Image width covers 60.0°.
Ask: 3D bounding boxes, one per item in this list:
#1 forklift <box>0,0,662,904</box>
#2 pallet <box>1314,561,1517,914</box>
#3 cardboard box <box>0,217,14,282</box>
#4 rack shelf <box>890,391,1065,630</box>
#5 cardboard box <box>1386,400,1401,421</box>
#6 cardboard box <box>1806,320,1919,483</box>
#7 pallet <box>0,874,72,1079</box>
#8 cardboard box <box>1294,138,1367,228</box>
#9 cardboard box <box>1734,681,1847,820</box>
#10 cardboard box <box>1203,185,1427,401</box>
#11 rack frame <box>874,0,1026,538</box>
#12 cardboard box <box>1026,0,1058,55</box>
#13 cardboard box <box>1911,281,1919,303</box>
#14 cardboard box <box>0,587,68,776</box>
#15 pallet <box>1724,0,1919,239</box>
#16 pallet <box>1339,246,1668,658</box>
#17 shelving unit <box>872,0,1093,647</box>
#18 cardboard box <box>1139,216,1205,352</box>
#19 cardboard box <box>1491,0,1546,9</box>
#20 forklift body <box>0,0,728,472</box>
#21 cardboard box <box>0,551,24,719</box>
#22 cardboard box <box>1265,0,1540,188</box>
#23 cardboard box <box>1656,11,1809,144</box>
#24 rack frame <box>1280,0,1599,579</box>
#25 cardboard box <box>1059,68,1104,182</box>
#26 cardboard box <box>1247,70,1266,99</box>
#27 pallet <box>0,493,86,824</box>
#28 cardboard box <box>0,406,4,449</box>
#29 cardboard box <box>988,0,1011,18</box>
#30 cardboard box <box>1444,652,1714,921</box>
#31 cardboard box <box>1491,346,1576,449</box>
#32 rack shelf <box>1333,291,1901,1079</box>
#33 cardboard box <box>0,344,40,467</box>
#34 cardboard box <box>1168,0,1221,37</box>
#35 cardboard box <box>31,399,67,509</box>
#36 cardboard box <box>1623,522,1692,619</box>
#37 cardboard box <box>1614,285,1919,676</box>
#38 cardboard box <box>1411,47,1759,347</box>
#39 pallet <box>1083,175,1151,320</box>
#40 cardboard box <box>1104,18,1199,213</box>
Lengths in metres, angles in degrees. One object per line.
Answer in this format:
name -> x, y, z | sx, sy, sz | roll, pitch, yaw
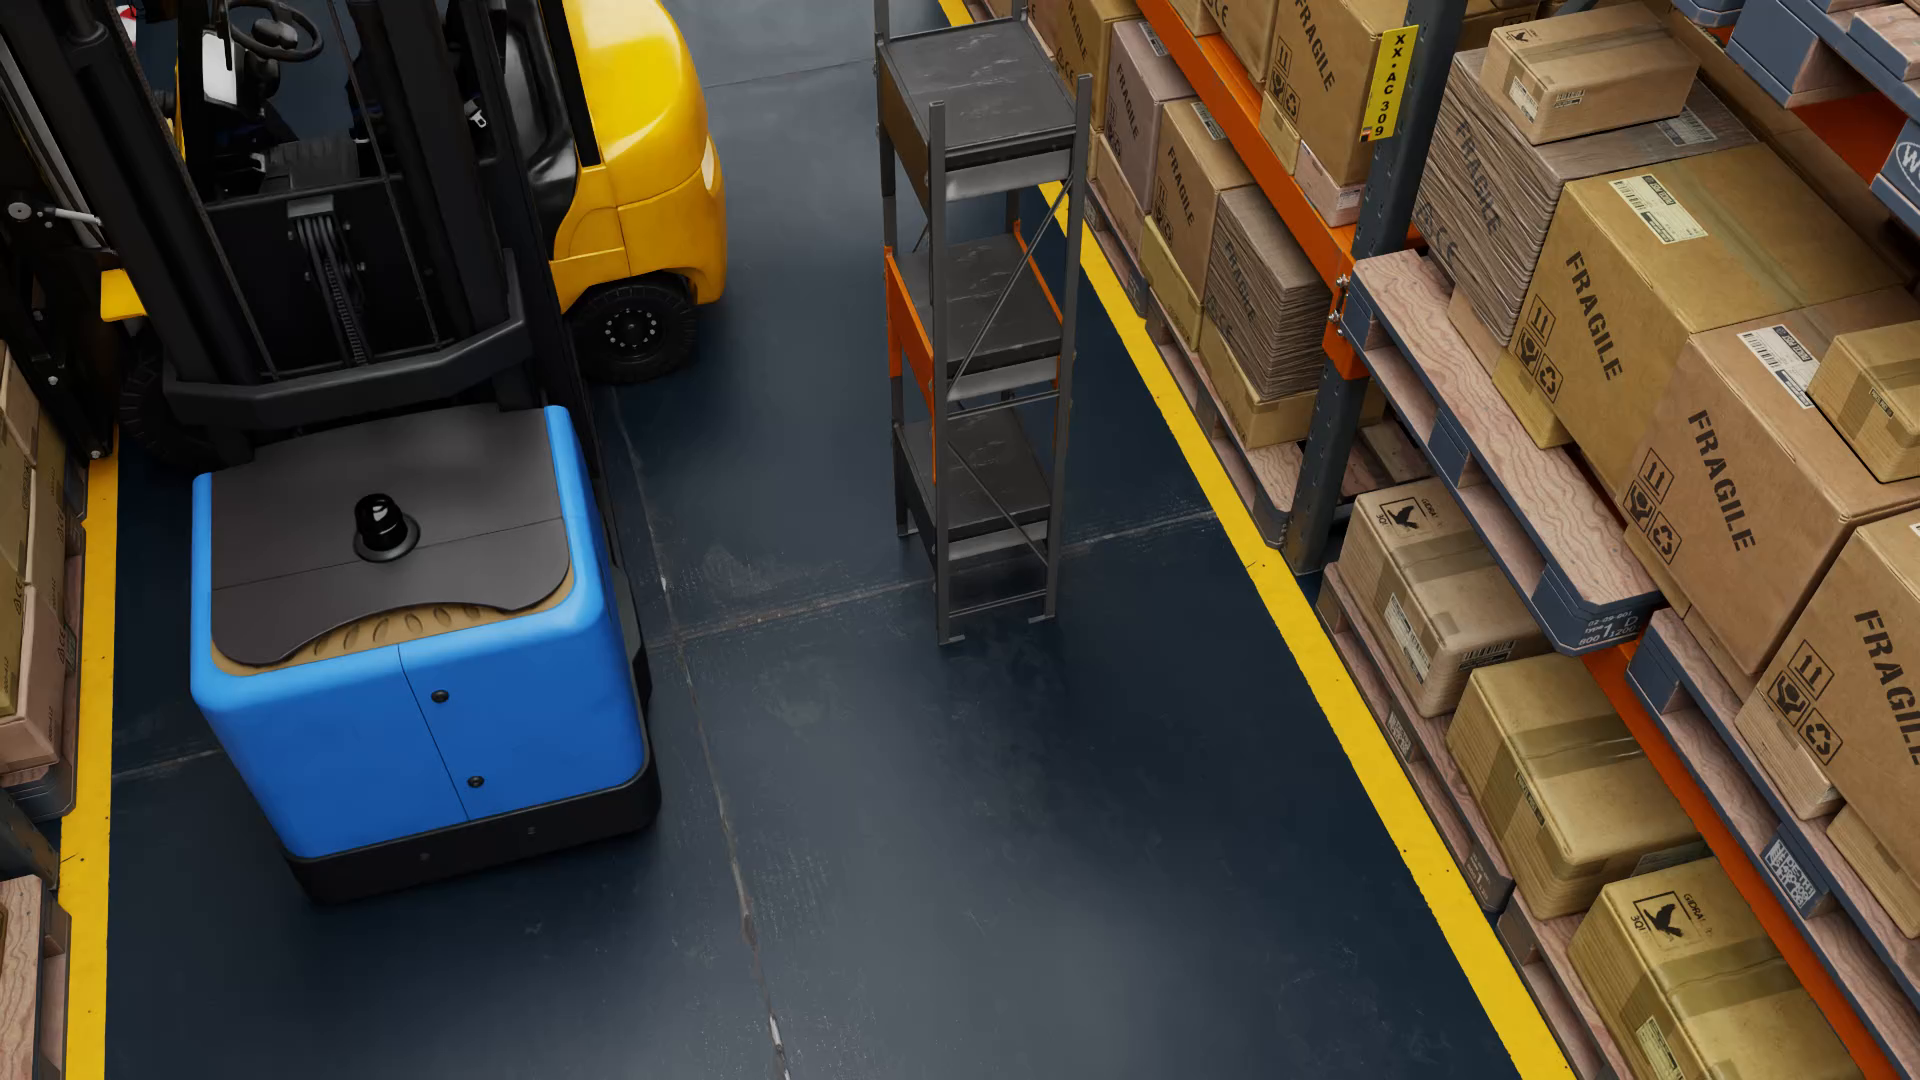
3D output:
forklift -> -1.795, -1.058, 4.724 | 1.130, 2.935, 3.031 | -12, 51, -10
pallet -> 1.829, 0.472, 5.214 | 1.003, 0.211, 1.213 | -13, 51, -11
cardboard box -> -3.434, -0.987, 5.490 | 0.500, 0.250, 0.500 | -14, 51, -12
rack shelf -> 0.049, -0.096, 5.391 | 0.431, 0.518, 0.480 | -13, 51, -11
cardboard box -> 1.681, -0.736, 5.932 | 0.500, 0.250, 0.500 | -15, 52, -13
cardboard box -> 1.818, -0.274, 3.060 | 0.380, 0.149, 0.250 | -11, 51, -9
pallet -> -2.888, 1.558, 4.298 | 1.003, 0.211, 1.213 | -13, 51, -11
cardboard box -> 1.211, -1.080, 4.863 | 0.380, 0.149, 0.250 | -14, 51, -11
cardboard box -> 1.818, 0.384, 3.354 | 0.380, 0.149, 0.250 | -12, 51, -10
cardboard box -> 1.166, -0.857, 5.544 | 0.500, 0.500, 0.500 | -14, 51, -11
rack frame -> -0.023, -0.734, 4.996 | 0.400, 2.100, 0.015 | -13, 51, -11
cardboard box -> 0.555, -2.357, 6.809 | 0.500, 0.500, 0.500 | -15, 52, -12
cardboard box -> 2.248, -0.233, 3.450 | 0.500, 0.500, 0.500 | -12, 51, -10
cardboard box -> -2.970, 0.453, 4.930 | 0.500, 0.250, 0.500 | -13, 51, -11
pallet -> 1.988, -0.669, 2.513 | 1.213, 0.211, 1.003 | -13, 51, -11
pallet -> 1.684, -0.342, 4.202 | 1.003, 0.211, 1.213 | -13, 51, -11
shelving unit -> 0.049, -0.556, 4.845 | 0.431, 2.100, 0.503 | -13, 51, -11
cardboard box -> 0.999, -1.002, 6.156 | 0.500, 0.250, 0.500 | -15, 51, -12
cardboard box -> 1.674, -1.816, 4.405 | 0.700, 0.500, 0.500 | -14, 51, -11
forklift body -> -2.023, -1.545, 5.646 | 2.313, 2.155, 1.214 | -13, 51, -11
cardboard box -> -2.991, 0.297, 4.735 | 0.500, 0.250, 0.500 | -14, 51, -11
cardboard box -> 1.228, -1.391, 4.701 | 0.500, 0.500, 0.500 | -14, 51, -12
cardboard box -> 1.953, -0.973, 4.074 | 0.500, 0.500, 0.500 | -14, 51, -12
rack frame -> 1.597, -0.995, 4.627 | 1.000, 3.000, 0.127 | -13, 51, -11
cardboard box -> 0.706, -1.744, 6.782 | 0.500, 0.250, 0.500 | -10, 51, -9
cardboard box -> 1.128, -1.468, 5.190 | 0.380, 0.149, 0.250 | -13, 51, -11
pallet -> -3.338, 0.439, 5.242 | 1.003, 0.211, 1.213 | -13, 51, -11
cardboard box -> -3.128, -0.241, 4.861 | 0.500, 0.250, 0.500 | -13, 51, -11
cardboard box -> 0.389, -2.514, 7.431 | 0.500, 0.250, 0.500 | -14, 51, -11
cardboard box -> 1.971, 0.624, 4.706 | 0.950, 0.372, 0.625 | -10, 51, -9
cardboard box -> 1.524, -0.390, 4.006 | 0.380, 0.149, 0.250 | -12, 51, -10
rack shelf -> 2.189, 0.698, 3.670 | 1.077, 0.370, 4.000 | -13, 51, -11
cardboard box -> -3.280, -0.440, 5.356 | 0.500, 0.250, 0.500 | -14, 51, -11
cardboard box -> 0.908, -1.821, 5.488 | 0.380, 0.149, 0.250 | -14, 51, -12
cardboard box -> -3.302, -0.286, 5.553 | 0.500, 0.250, 0.500 | -13, 51, -10
cardboard box -> 1.717, -0.003, 3.680 | 0.380, 0.149, 0.250 | -13, 51, -10
cardboard box -> 1.744, -0.121, 3.356 | 0.500, 0.500, 0.500 | -14, 51, -11
cardboard box -> 1.462, -0.851, 3.971 | 0.500, 0.500, 0.500 | -12, 51, -10
pallet -> 1.001, -1.471, 6.852 | 1.003, 0.211, 1.213 | -13, 51, -11
cardboard box -> 0.862, -1.601, 6.171 | 0.500, 0.500, 0.500 | -11, 51, -9
